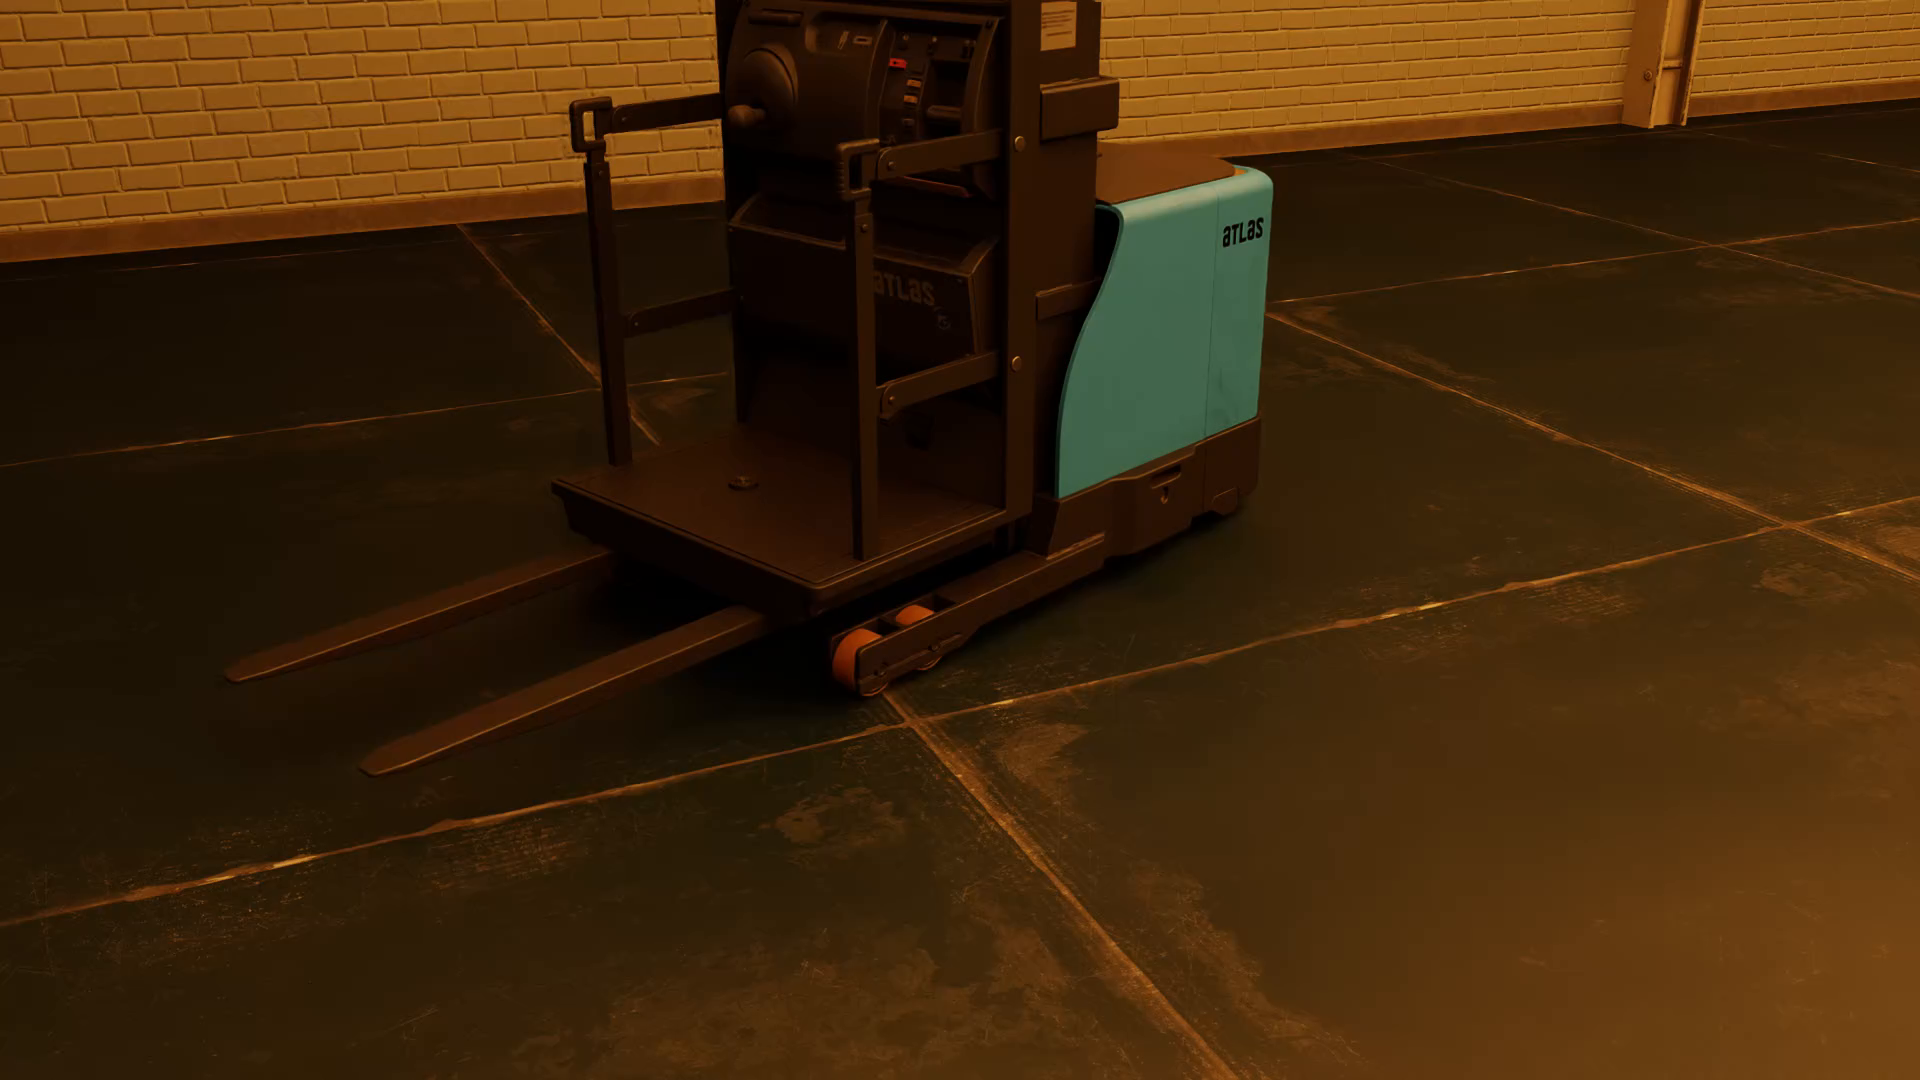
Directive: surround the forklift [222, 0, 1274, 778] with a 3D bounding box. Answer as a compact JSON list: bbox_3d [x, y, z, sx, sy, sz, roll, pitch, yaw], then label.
[{"bbox_3d":[-0.413,-1.182,4.131,1.130,2.935,3.031,19,29,39],"label":"forklift"}]
